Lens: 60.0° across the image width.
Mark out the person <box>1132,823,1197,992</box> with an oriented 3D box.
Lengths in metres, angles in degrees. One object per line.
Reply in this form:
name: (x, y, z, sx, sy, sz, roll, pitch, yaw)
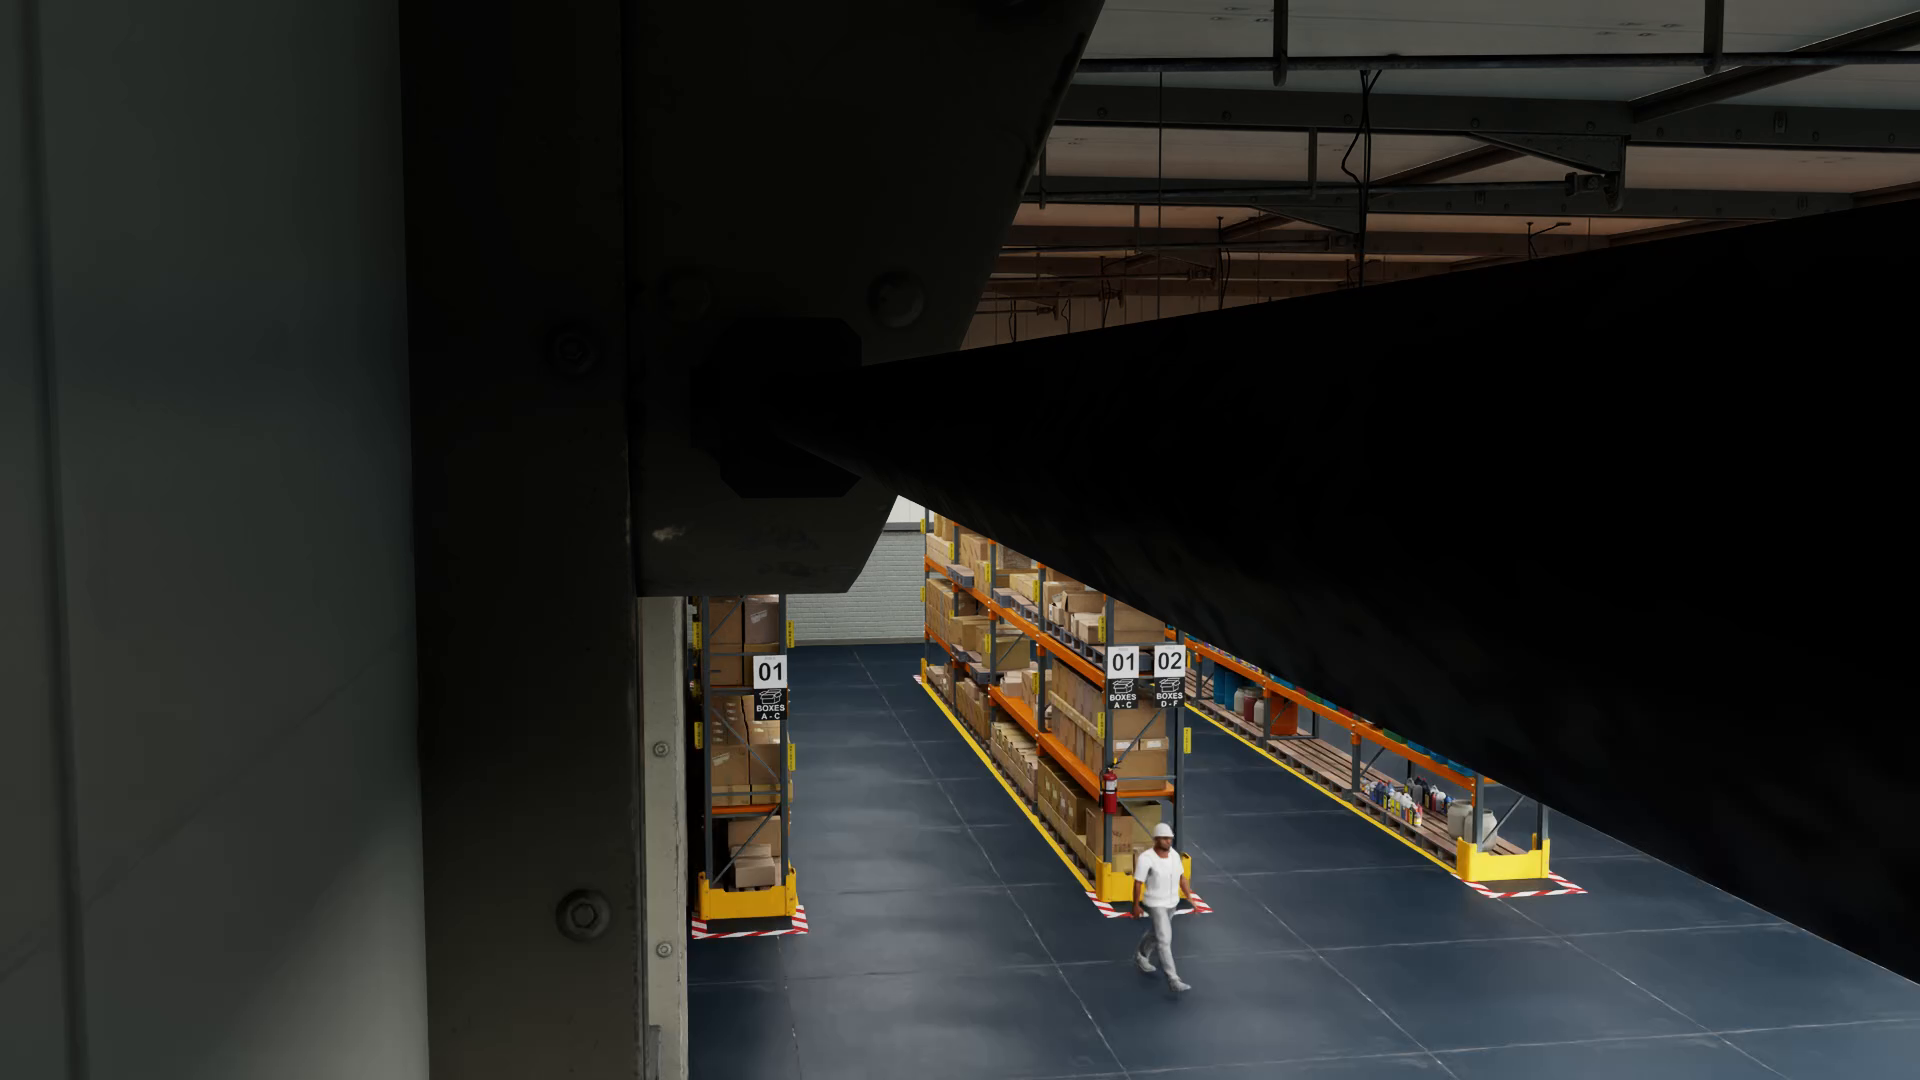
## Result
person: (2.208, 3.890, 17.795, 0.606, 1.696, 1.081, -5, 7, -42)
